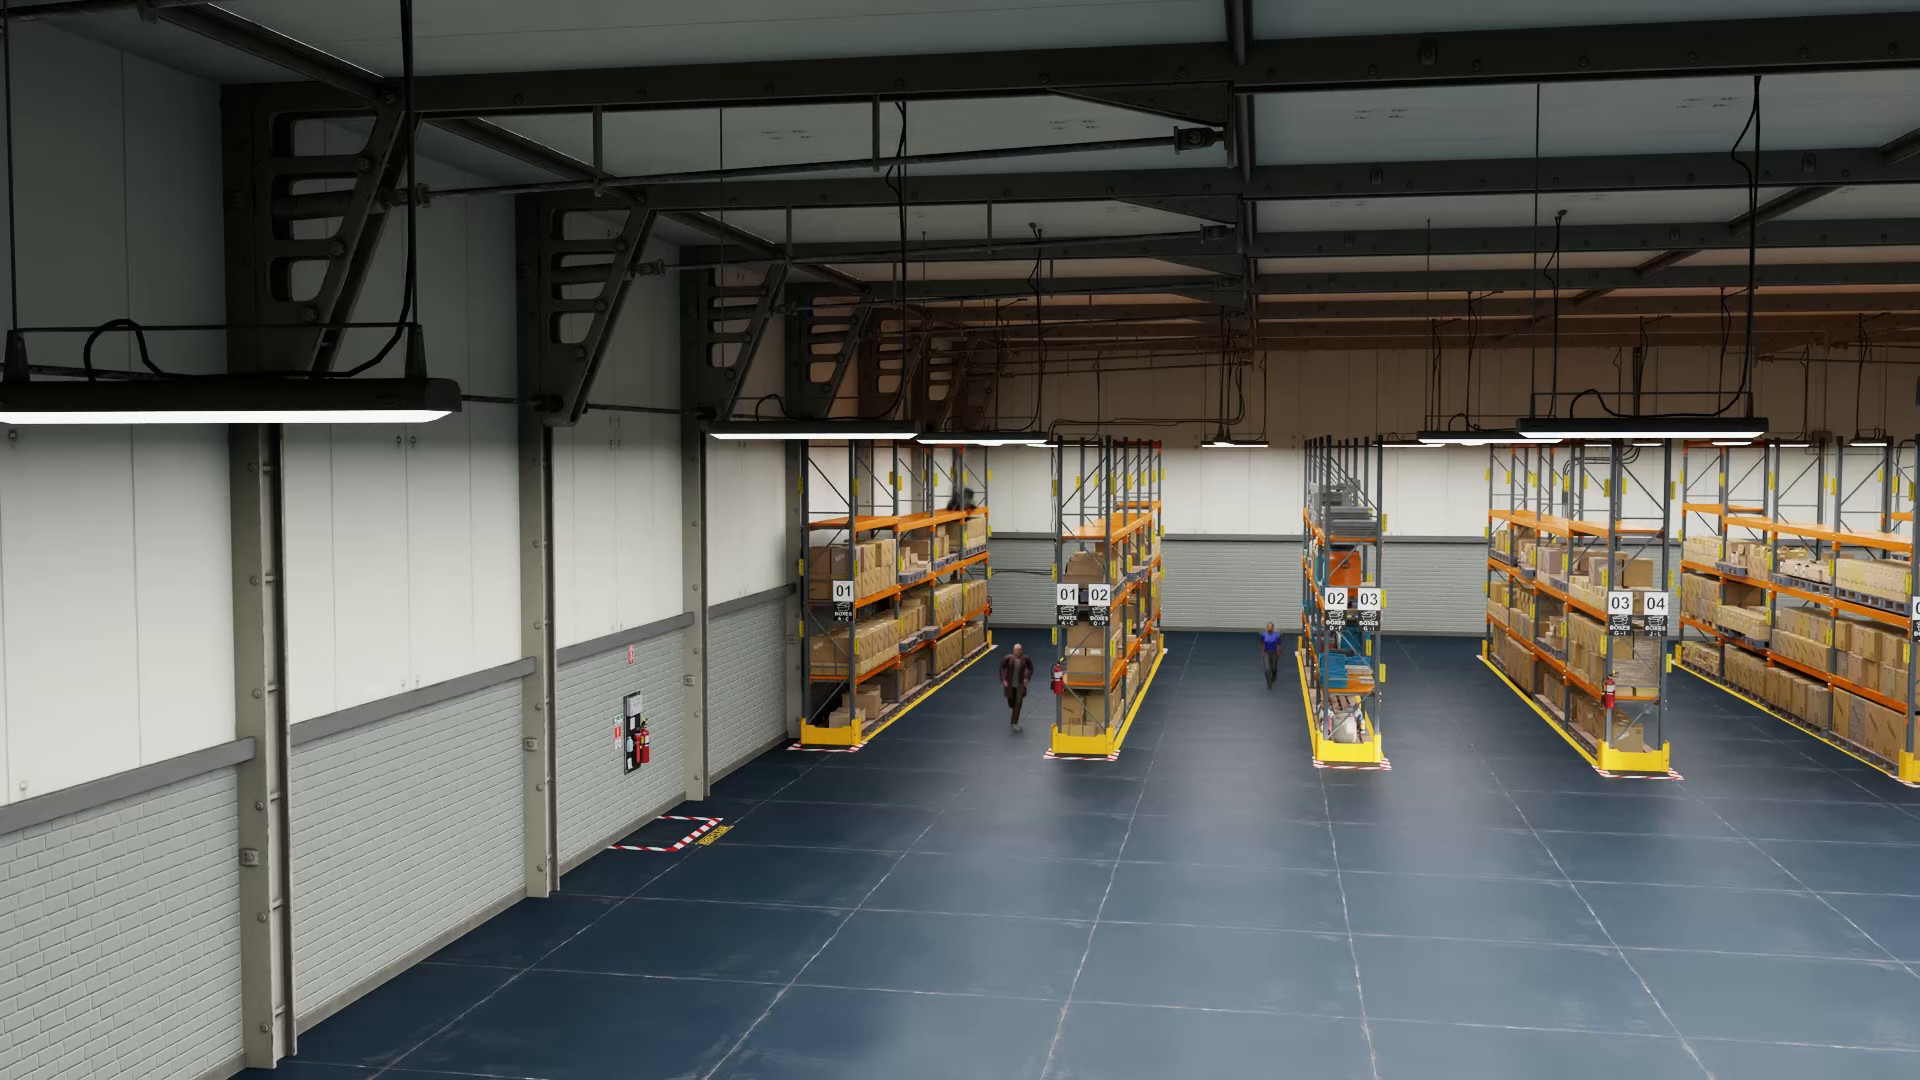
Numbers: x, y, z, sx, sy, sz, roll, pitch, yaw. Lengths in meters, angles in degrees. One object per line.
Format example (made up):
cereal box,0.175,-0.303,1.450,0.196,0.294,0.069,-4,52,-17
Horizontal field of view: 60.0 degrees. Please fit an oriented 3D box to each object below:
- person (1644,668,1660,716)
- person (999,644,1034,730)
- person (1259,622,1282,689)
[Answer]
person,15.015,2.887,36.121,0.676,1.818,0.768,0,3,4
person,1.167,3.107,34.442,0.718,1.569,0.938,0,3,3
person,7.467,2.768,40.025,0.555,1.609,0.575,1,3,12
